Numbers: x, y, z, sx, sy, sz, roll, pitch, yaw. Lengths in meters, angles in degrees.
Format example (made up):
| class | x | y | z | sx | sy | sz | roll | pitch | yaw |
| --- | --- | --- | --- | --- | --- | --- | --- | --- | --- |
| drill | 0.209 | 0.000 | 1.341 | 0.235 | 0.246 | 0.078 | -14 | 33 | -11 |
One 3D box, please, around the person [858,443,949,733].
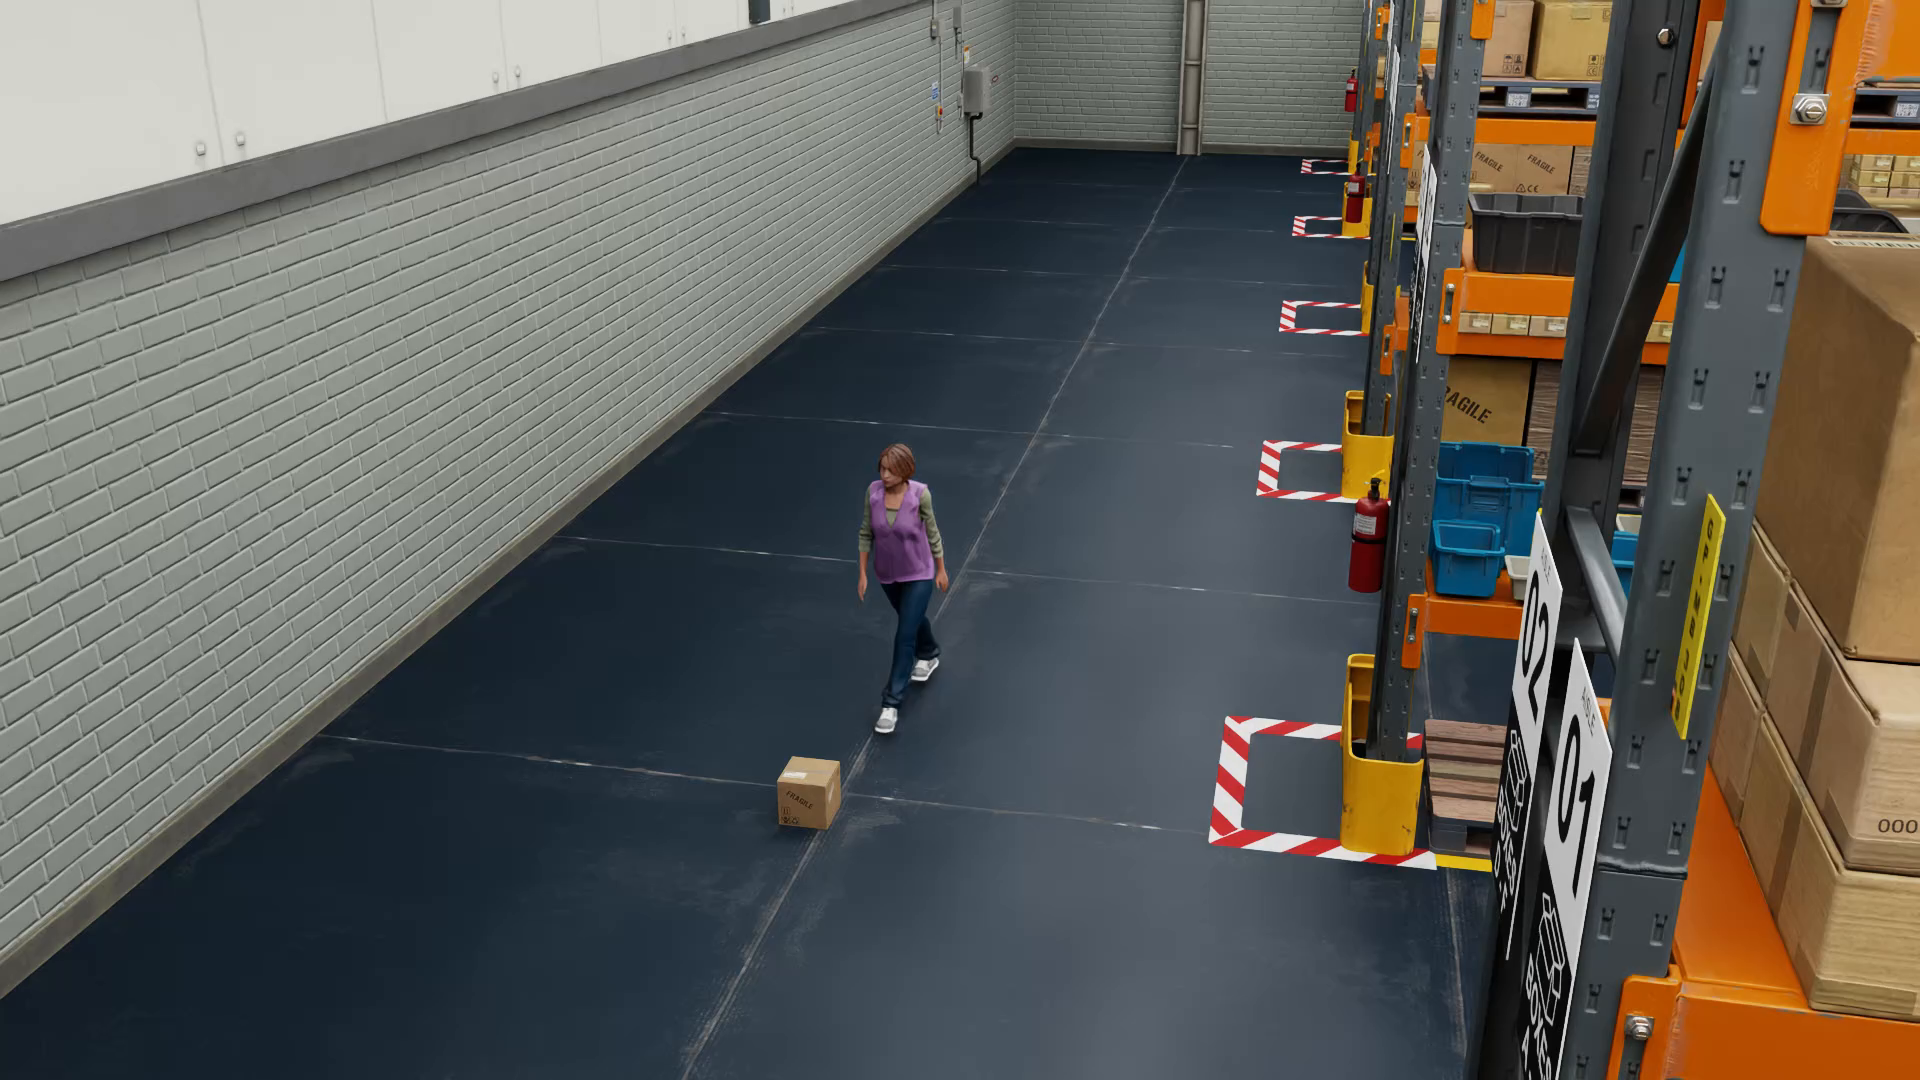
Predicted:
| class | x | y | z | sx | sy | sz | roll | pitch | yaw |
| --- | --- | --- | --- | --- | --- | --- | --- | --- | --- |
| person | -0.341 | 0.189 | 9.119 | 0.443 | 1.530 | 0.954 | 10 | 24 | 23 |
